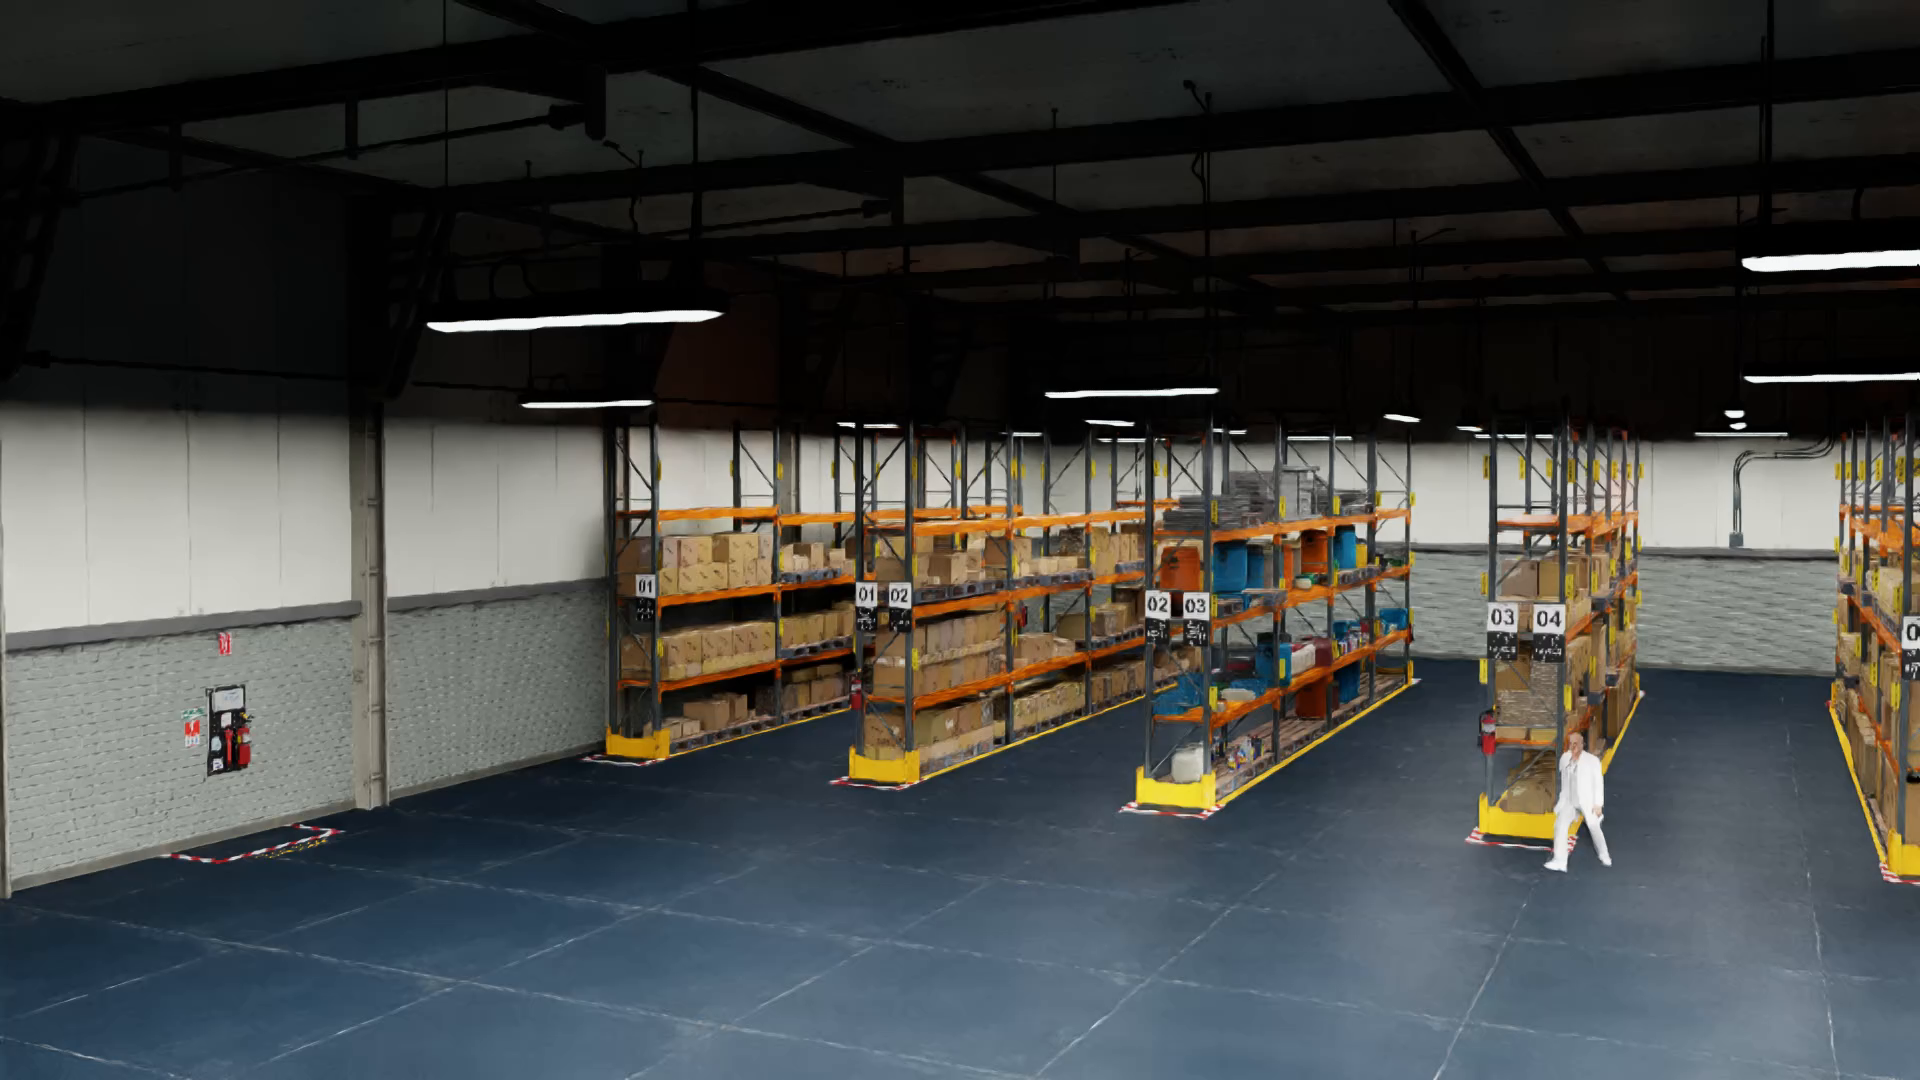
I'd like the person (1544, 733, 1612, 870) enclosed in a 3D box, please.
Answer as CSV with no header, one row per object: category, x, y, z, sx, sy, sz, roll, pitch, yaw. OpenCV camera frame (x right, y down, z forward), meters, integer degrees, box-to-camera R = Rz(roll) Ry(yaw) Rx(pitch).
person,7.782,3.265,20.845,1.046,1.723,0.630,-2,3,-44
